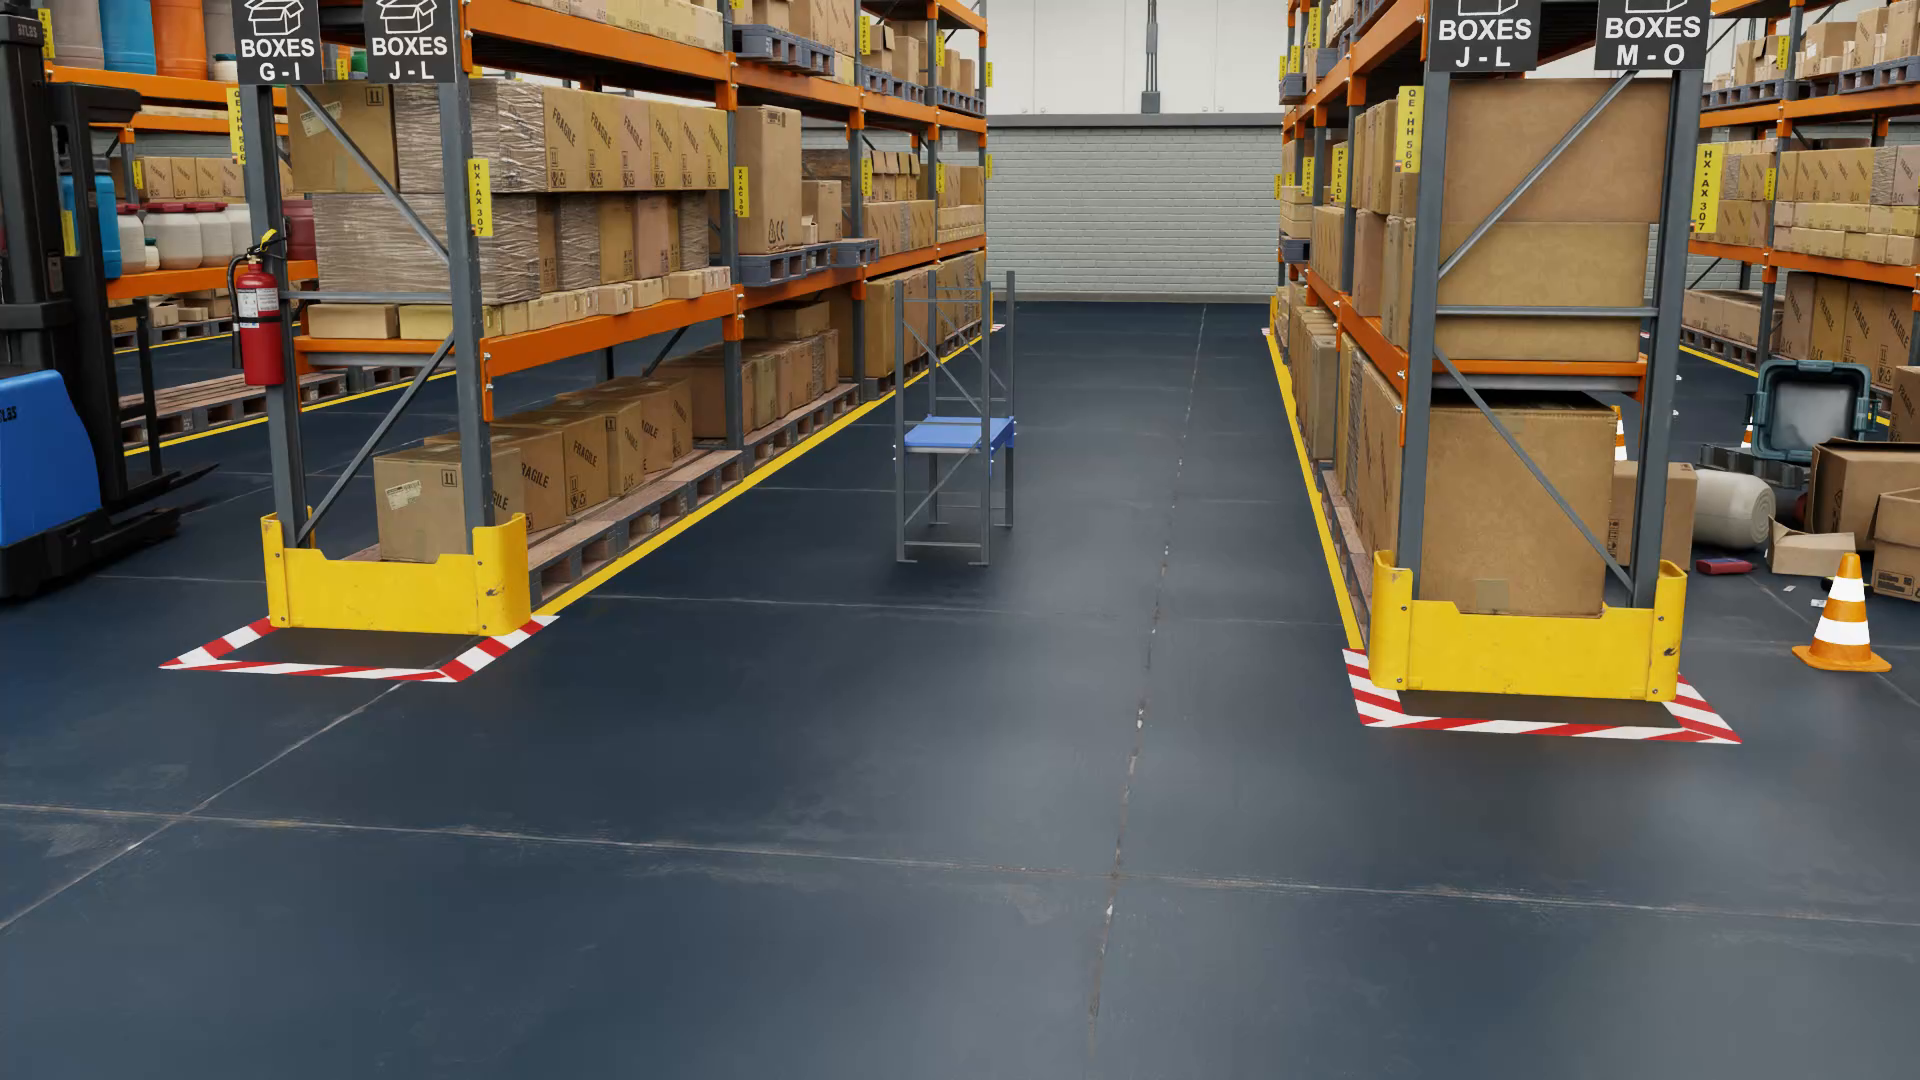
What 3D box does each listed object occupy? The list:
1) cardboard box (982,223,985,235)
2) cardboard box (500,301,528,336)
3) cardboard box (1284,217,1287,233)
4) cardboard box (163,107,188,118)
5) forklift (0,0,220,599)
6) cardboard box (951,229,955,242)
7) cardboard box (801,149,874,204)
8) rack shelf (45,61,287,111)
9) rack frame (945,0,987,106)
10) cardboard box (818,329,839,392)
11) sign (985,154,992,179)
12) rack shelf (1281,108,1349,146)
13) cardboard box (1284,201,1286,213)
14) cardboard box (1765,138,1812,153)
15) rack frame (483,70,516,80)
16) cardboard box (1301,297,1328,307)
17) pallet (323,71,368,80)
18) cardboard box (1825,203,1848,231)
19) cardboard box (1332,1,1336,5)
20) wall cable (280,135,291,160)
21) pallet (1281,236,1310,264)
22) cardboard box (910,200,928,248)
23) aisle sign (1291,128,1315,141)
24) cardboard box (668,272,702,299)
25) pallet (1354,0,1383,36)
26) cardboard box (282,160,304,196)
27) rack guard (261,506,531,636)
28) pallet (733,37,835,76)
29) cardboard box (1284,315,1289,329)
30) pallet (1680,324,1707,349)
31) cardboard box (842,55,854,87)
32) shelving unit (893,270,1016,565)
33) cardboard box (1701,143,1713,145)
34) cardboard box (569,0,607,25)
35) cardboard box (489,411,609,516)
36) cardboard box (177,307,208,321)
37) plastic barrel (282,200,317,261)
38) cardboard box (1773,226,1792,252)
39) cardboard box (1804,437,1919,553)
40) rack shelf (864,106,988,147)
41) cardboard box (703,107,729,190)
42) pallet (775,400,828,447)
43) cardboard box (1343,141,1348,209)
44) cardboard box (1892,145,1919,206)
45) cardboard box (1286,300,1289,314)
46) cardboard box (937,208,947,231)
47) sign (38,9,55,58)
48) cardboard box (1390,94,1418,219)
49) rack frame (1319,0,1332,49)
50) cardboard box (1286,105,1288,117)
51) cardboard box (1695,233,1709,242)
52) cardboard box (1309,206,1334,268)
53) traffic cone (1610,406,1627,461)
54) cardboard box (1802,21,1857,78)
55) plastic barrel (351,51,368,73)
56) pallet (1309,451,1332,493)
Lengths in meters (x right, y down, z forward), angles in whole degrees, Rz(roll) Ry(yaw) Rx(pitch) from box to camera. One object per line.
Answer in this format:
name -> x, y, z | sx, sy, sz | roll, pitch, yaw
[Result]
cardboard box -> 0.125, -4.193, 22.424 | 0.380, 0.149, 0.250 | 2, 12, 10
cardboard box -> -2.270, -1.050, 7.841 | 0.380, 0.149, 0.250 | 2, 12, 9
cardboard box -> 3.372, -3.077, 16.250 | 0.380, 0.149, 0.250 | 1, 12, 6
cardboard box -> -10.149, -5.480, 21.035 | 0.500, 0.250, 0.500 | 2, 12, 9
forklift -> -5.076, -1.394, 9.004 | 1.130, 2.935, 3.031 | 0, 12, -2
cardboard box -> -0.268, -3.660, 19.952 | 0.380, 0.149, 0.250 | 2, 12, 7
cardboard box -> -1.248, -3.426, 15.652 | 0.797, 0.503, 0.637 | 2, 12, 11
rack shelf -> -6.578, -3.594, 13.637 | 1.077, 0.370, 4.000 | 2, 12, 9
rack frame -> -0.146, -7.333, 22.159 | 1.000, 3.000, 0.127 | 2, 12, 9
cardboard box -> -1.459, -1.588, 14.631 | 0.700, 0.500, 0.500 | 1, 12, 6
sign -> 0.388, -5.062, 22.549 | 0.100, 0.325, 0.005 | 2, 12, 9
rack shelf -> 4.432, -4.917, 19.776 | 1.077, 0.370, 4.000 | 2, 12, 9
cardboard box -> 3.453, -3.329, 16.712 | 0.380, 0.149, 0.250 | 2, 12, 11
cardboard box -> 8.764, -4.176, 17.599 | 0.380, 0.149, 0.250 | 2, 12, 7
rack frame -> -5.655, -6.661, 19.040 | 1.000, 3.000, 0.127 | 2, 12, 9
cardboard box -> 3.355, -2.054, 15.061 | 0.500, 0.250, 0.500 | 2, 12, 7
pallet -> -6.056, -4.426, 16.237 | 1.003, 0.211, 1.213 | 2, 12, 9
cardboard box -> 8.453, -3.016, 15.538 | 0.500, 0.250, 0.500 | 2, 12, 7
cardboard box -> 3.315, -4.535, 14.243 | 0.396, 0.266, 0.258 | 2, 12, 9
wall cable -> -13.606, -7.462, 30.130 | 3.097, 2.526, 0.112 | 2, 12, 9
pallet -> 3.514, -2.611, 14.945 | 1.213, 0.211, 1.003 | 2, 12, 9
cardboard box -> -0.646, -3.408, 17.947 | 0.500, 0.500, 0.500 | 2, 12, 10
aisle sign -> 4.454, -5.514, 21.790 | 0.394, 0.787, 0.004 | 2, 12, 9
cardboard box -> -1.808, -1.568, 10.244 | 0.380, 0.149, 0.250 | 2, 12, 9
pallet -> 2.758, -2.974, 9.262 | 1.003, 0.211, 1.213 | 2, 12, 9
cardboard box -> -9.730, -5.158, 23.697 | 0.500, 0.500, 0.500 | 2, 12, 8
rack guard -> -2.595, 0.136, 7.673 | 1.175, 0.500, 0.348 | 2, 12, 9
pallet -> -1.635, -3.618, 12.487 | 1.213, 0.211, 1.003 | 2, 12, 9
cardboard box -> 3.888, -2.476, 18.924 | 0.380, 0.149, 0.250 | 1, 12, 6
pallet -> 9.601, -2.547, 20.811 | 1.003, 0.211, 1.213 | 2, 12, 9
cardboard box -> -1.207, -4.021, 14.268 | 0.500, 0.250, 0.500 | 2, 12, 9
shelving unit -> -0.013, -0.715, 9.253 | 0.538, 1.500, 1.048 | 2, 12, 9
cardboard box -> 9.172, -4.706, 20.061 | 0.380, 0.149, 0.250 | 1, 12, 7
cardboard box -> -2.124, -2.765, 8.440 | 0.500, 0.250, 0.500 | 2, 12, 8
cardboard box -> -2.321, -0.438, 9.341 | 0.500, 0.500, 0.500 | 3, 13, 14
cardboard box -> -10.147, -2.980, 21.883 | 0.380, 0.166, 0.250 | 2, 12, 9
plastic barrel -> -6.042, -2.856, 15.301 | 0.600, 0.536, 0.708 | 2, 12, 9
cardboard box -> 8.703, -3.090, 17.068 | 0.500, 0.250, 0.500 | 2, 12, 7
cardboard box -> 5.090, -0.237, 9.077 | 0.797, 0.637, 0.503 | 2, 12, 9
rack shelf -> -0.453, -5.099, 20.619 | 1.077, 0.370, 4.000 | 2, 12, 9
cardboard box -> -1.789, -2.483, 10.577 | 0.500, 0.500, 0.500 | 2, 12, 9
pallet -> -1.688, -0.956, 13.428 | 1.003, 0.211, 1.213 | 2, 12, 9
cardboard box -> 3.199, -2.679, 12.194 | 0.700, 0.500, 0.500 | 2, 12, 8
cardboard box -> 8.237, -3.068, 13.997 | 0.500, 0.500, 0.500 | 2, 12, 7
cardboard box -> 3.953, -2.677, 19.155 | 0.380, 0.149, 0.250 | 2, 12, 8
cardboard box -> -0.430, -3.729, 19.327 | 0.500, 0.250, 0.500 | 2, 12, 8
sign -> -6.344, -3.513, 11.535 | 0.100, 0.325, 0.005 | 2, 12, 9
cardboard box -> 2.368, -1.683, 7.261 | 0.875, 0.550, 0.550 | 2, 12, 9
rack frame -> 3.509, -5.486, 13.589 | 1.000, 3.000, 0.127 | 2, 12, 9
cardboard box -> 4.333, -5.417, 20.745 | 0.500, 0.250, 0.500 | 2, 12, 10
cardboard box -> 9.142, -3.826, 19.889 | 0.500, 0.500, 0.500 | 2, 12, 8
cardboard box -> 3.173, -2.517, 13.817 | 0.500, 0.500, 0.500 | 2, 12, 9
traffic cone -> 4.592, -0.711, 11.693 | 0.336, 0.463, 0.334 | 2, 12, 9
cardboard box -> 8.609, -4.793, 16.259 | 0.500, 0.500, 0.500 | 2, 12, 8
plastic barrel -> -5.880, -4.704, 16.454 | 0.294, 0.245, 0.294 | 0, 12, 0
pallet -> 2.938, -0.520, 11.407 | 1.003, 0.211, 1.213 | 2, 12, 9
